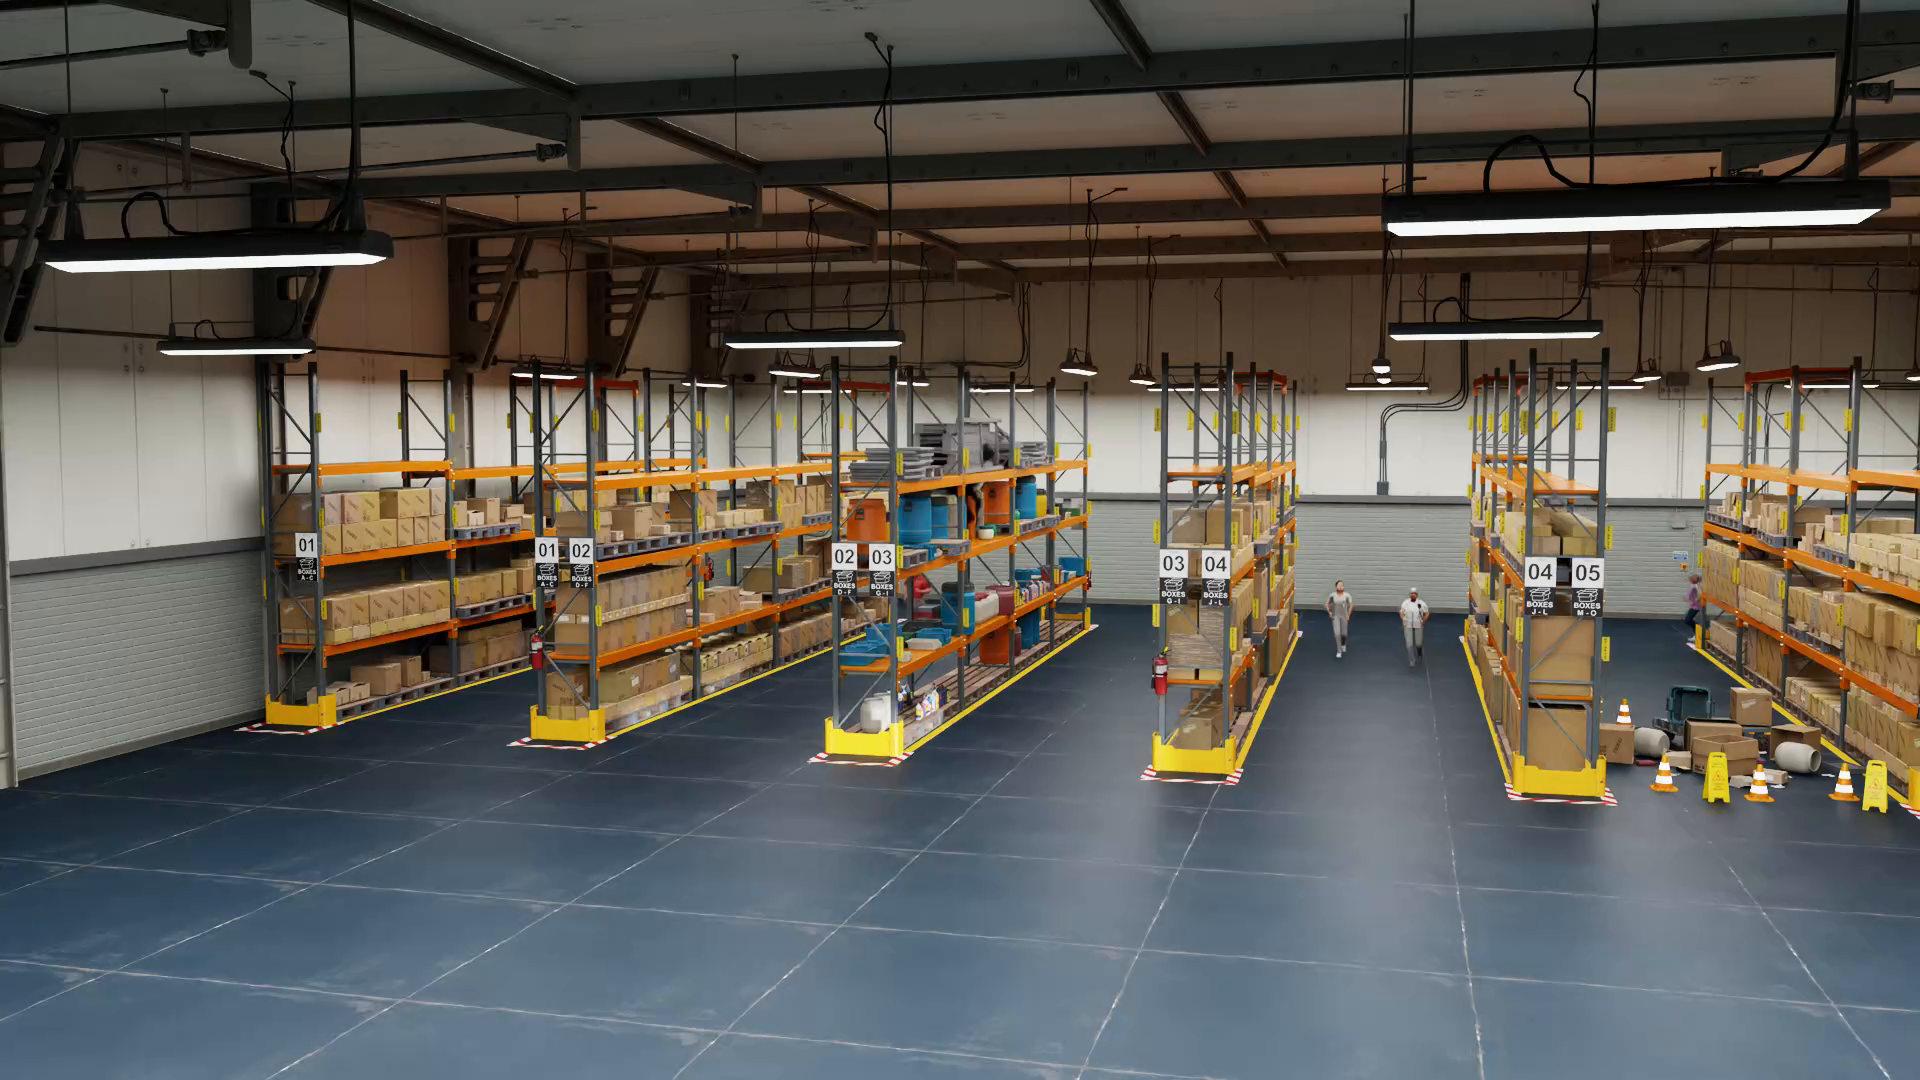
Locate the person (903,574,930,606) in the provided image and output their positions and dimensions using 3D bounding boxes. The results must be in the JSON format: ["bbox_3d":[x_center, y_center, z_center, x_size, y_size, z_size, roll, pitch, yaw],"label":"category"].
[{"bbox_3d":[-0.996,1.456,37.819,0.649,1.720,0.982,1,4,8],"label":"person"}]

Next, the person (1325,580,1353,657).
[{"bbox_3d":[8.132,1.678,35.723,0.569,1.641,0.579,1,4,12],"label":"person"}]

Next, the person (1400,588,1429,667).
[{"bbox_3d":[9.319,1.790,34.160,0.586,1.621,0.543,2,4,21],"label":"person"}]

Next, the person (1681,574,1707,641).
[{"bbox_3d":[16.849,1.558,38.165,0.578,1.553,0.560,2,4,25],"label":"person"}]
